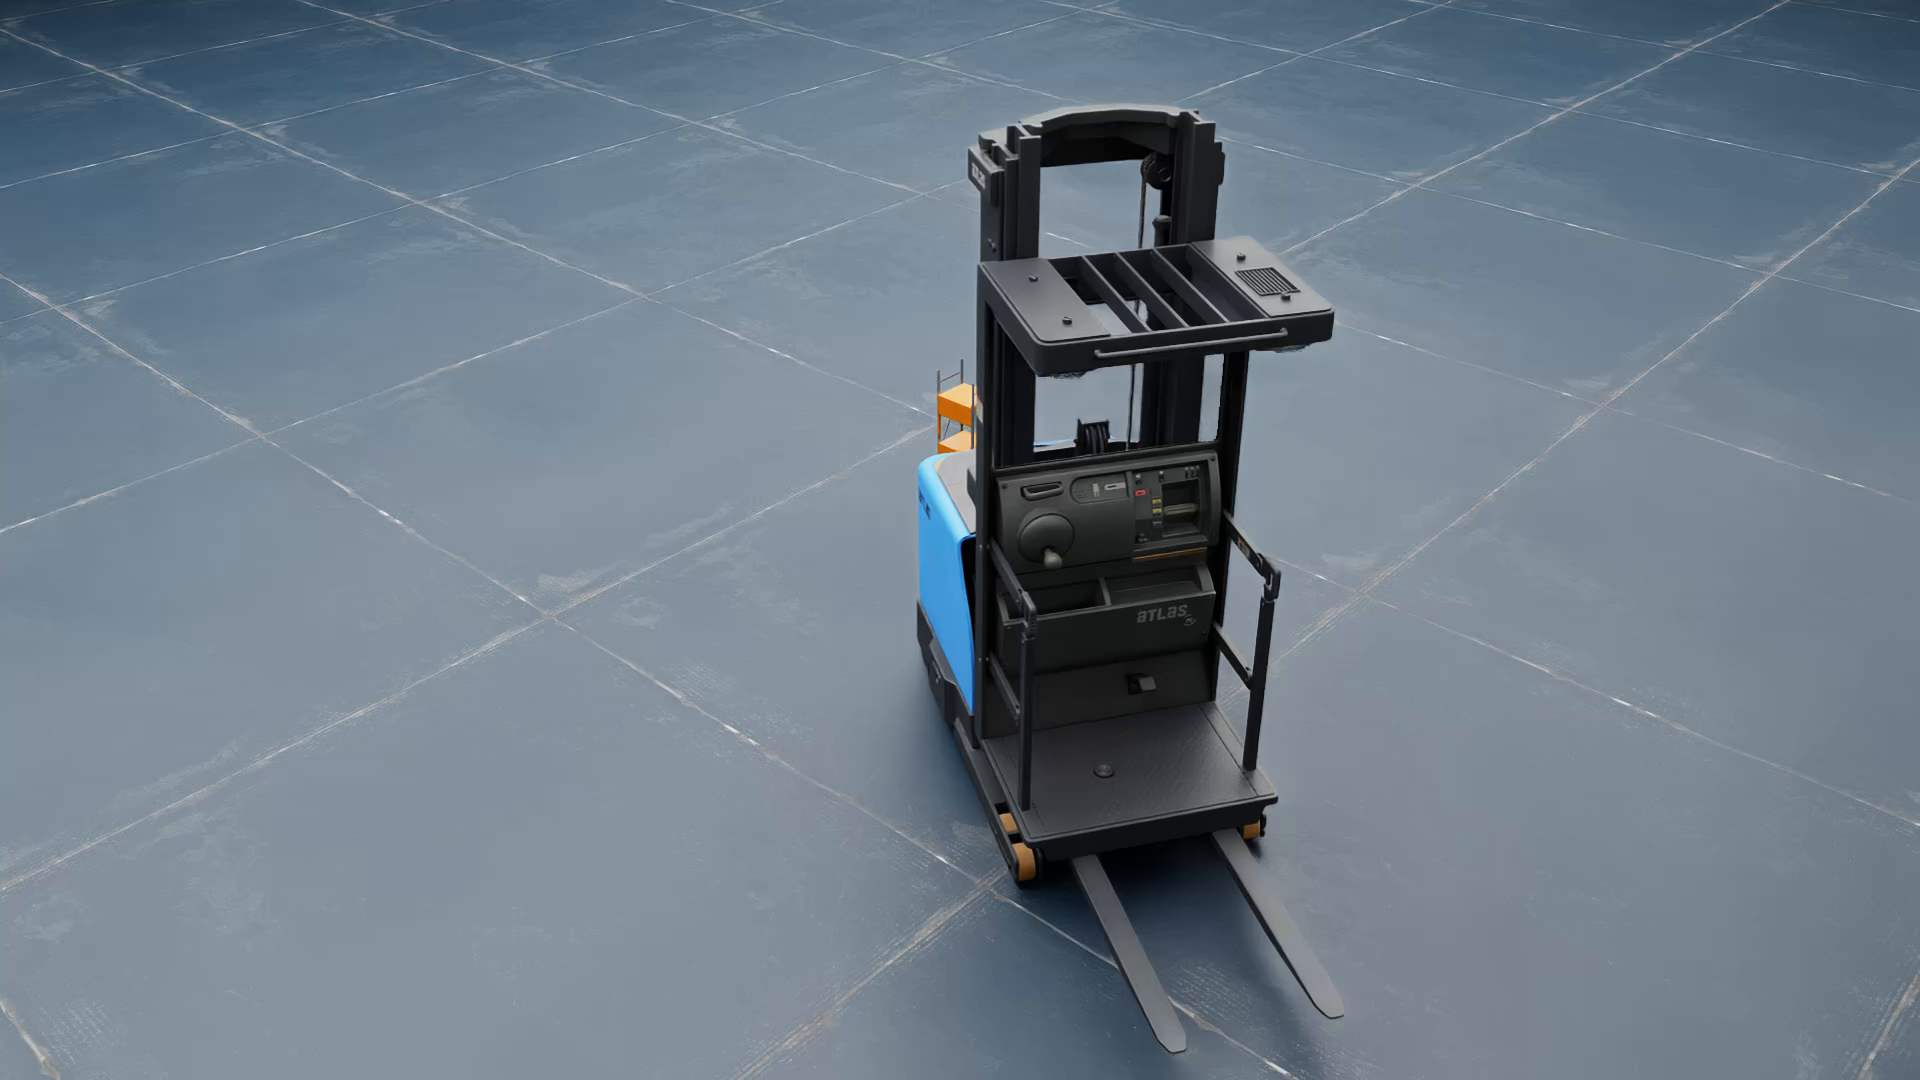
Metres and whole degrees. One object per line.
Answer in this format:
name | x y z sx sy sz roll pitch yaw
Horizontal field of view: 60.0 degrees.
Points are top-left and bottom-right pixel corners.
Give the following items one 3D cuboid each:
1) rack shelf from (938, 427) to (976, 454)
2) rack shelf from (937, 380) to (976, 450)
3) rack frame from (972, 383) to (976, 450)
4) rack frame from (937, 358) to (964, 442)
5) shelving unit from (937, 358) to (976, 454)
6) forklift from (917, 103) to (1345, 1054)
rack shelf | 0.040 -0.422 8.954 0.240 0.259 0.215 25 39 35
rack shelf | 0.040 -0.665 8.808 0.240 0.259 0.215 25 39 35
rack frame | 0.130 -0.389 8.878 0.008 1.050 0.200 25 39 35
rack frame | -0.051 -0.473 9.019 0.008 1.050 0.200 25 39 35
shelving unit | 0.040 -0.431 8.948 0.252 1.050 0.215 25 39 35
forklift | 0.665 -0.063 6.514 1.130 2.935 3.031 -8 32 -13
